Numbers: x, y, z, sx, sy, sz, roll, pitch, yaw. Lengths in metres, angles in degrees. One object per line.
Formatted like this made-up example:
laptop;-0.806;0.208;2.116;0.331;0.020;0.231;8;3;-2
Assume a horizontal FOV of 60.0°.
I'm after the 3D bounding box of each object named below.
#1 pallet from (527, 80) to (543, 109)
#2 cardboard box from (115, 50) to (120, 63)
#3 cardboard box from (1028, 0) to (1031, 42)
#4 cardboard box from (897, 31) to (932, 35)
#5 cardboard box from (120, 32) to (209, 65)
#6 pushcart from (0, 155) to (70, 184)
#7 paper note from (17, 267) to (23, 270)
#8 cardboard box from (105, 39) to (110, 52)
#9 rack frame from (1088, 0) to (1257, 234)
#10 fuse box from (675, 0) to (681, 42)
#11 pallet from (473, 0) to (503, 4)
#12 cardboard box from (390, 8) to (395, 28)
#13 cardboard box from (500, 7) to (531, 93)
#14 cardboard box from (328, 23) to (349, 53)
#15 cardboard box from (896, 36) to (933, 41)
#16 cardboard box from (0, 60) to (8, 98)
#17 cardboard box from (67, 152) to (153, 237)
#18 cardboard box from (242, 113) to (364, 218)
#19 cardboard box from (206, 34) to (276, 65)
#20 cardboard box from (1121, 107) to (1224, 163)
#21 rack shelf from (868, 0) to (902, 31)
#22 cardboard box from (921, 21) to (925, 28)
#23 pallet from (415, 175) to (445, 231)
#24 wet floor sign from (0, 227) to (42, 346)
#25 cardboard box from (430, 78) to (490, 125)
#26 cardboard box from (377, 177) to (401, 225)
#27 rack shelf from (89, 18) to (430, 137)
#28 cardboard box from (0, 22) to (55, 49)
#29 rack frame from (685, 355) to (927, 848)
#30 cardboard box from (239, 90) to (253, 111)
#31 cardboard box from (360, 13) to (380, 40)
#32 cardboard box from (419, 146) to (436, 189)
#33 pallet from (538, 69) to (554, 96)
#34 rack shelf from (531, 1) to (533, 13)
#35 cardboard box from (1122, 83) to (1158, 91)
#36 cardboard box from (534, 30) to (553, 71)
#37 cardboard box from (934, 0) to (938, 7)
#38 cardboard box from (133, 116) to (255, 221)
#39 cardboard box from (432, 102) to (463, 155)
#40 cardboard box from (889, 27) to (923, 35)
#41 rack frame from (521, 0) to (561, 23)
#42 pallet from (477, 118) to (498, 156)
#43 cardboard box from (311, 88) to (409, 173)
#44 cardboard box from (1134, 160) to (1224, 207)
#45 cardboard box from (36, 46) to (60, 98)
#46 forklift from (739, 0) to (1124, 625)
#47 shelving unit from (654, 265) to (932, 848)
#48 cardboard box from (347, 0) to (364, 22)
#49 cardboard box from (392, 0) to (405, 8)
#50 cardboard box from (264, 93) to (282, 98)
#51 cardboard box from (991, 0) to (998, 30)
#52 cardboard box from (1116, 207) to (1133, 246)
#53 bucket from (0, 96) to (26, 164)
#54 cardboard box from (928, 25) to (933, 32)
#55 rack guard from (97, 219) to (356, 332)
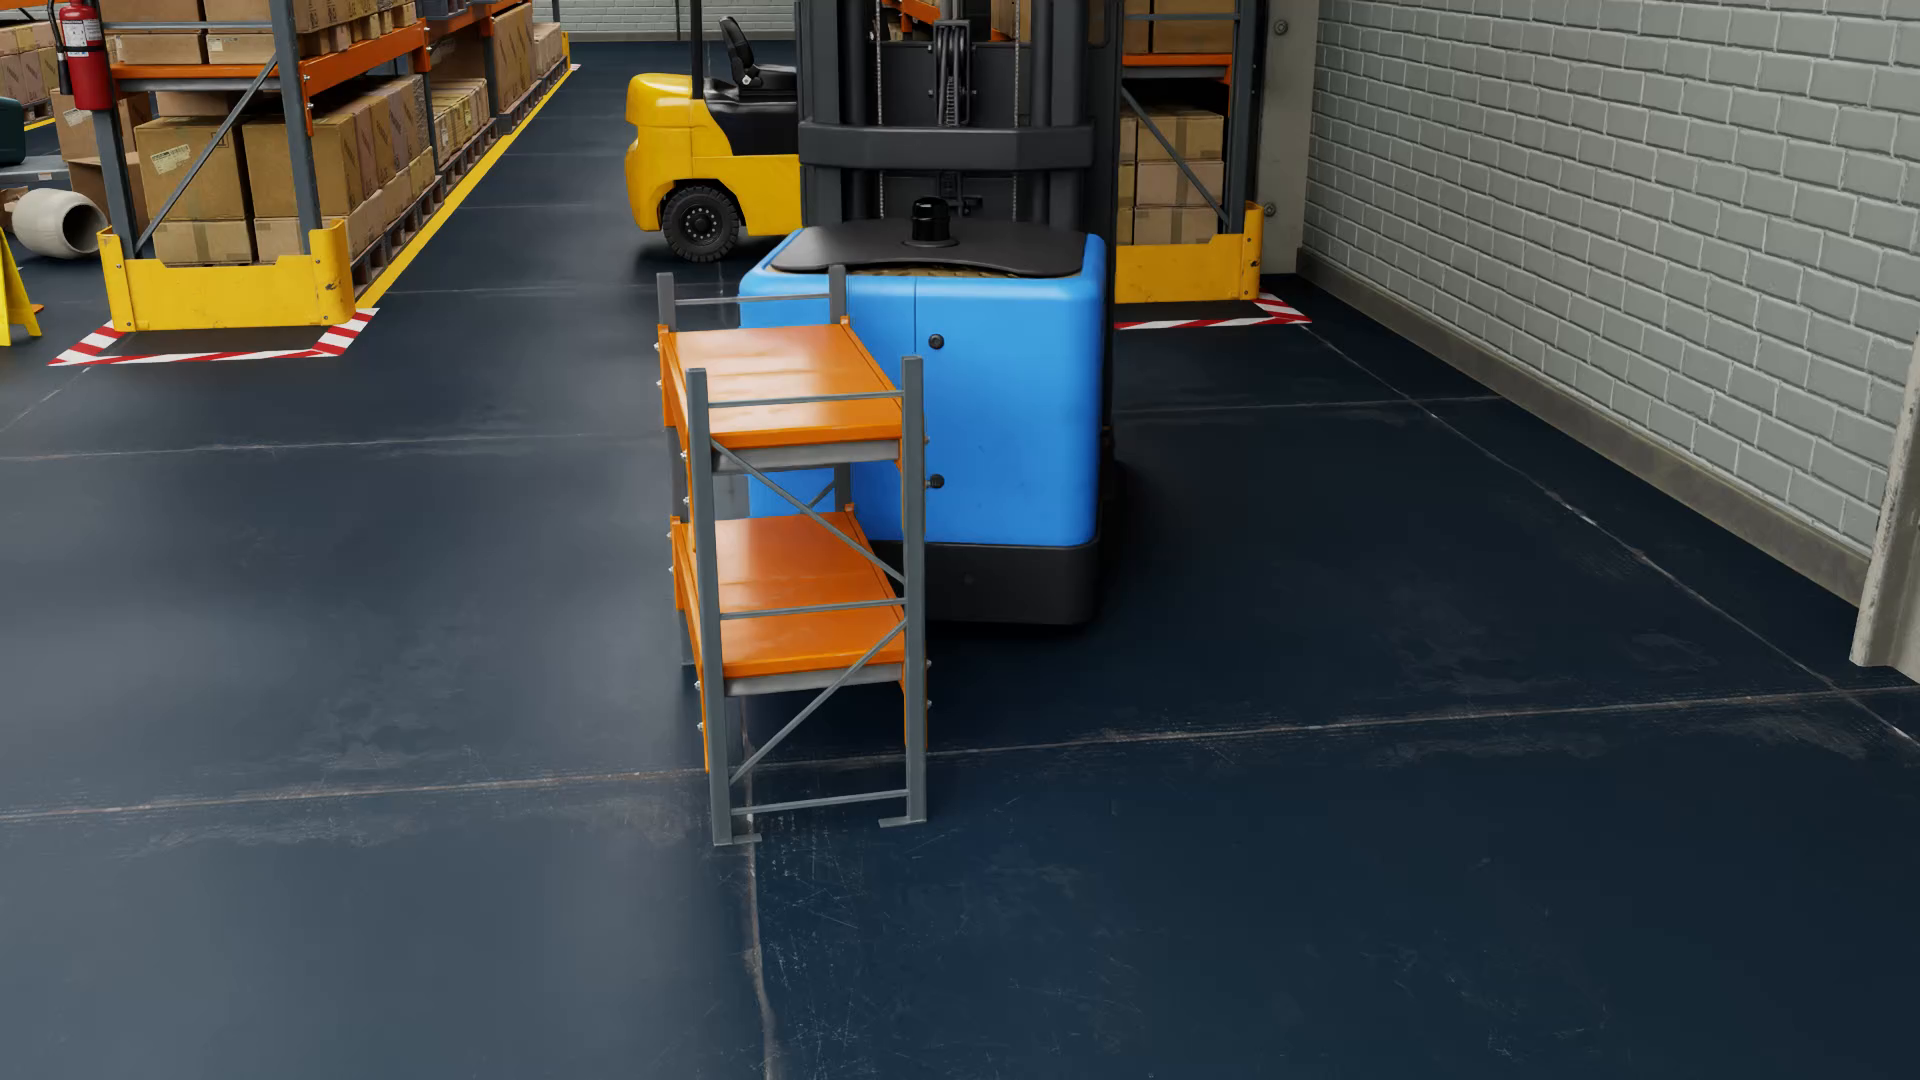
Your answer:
pallet;-5.368;-5.127;19.141;1.003;0.211;1.213;-3;21;-8
cardboard box;-10.422;-5.910;20.301;0.380;0.149;0.250;-2;21;-5
cardboard box;0.691;-3.178;9.794;0.500;0.500;0.500;-2;21;-6
cardboard box;-0.482;-5.417;17.979;0.380;0.149;0.250;-3;21;-9
cardboard box;-4.090;-2.543;8.596;0.380;0.149;0.250;-2;21;-6
pushcart;-6.650;-2.566;12.047;1.648;0.377;0.936;-11;23;-26
paper note;-5.732;-1.645;10.107;0.032;0.001;0.123;-3;21;-8
cardboard box;-10.349;-5.865;19.756;0.380;0.149;0.250;-3;21;-9
rack frame;1.087;-2.793;8.908;1.000;3.000;0.127;-3;21;-8
fuse box;-4.867;-9.484;28.664;0.539;1.711;0.414;-3;21;-8
pallet;-4.769;-4.980;15.038;1.213;0.211;1.003;-3;21;-8
cardboard box;-4.050;-3.533;11.247;0.380;0.149;0.250;-3;21;-7
cardboard box;-5.248;-5.375;18.257;0.875;0.875;0.875;-2;21;-6
cardboard box;-3.668;-2.825;9.352;0.380;0.149;0.250;-3;21;-7
cardboard box;-0.458;-5.144;17.247;0.380;0.149;0.250;-4;21;-11
cardboard box;-9.787;-4.484;16.408;0.500;0.500;0.500;-3;21;-7
cardboard box;-5.593;-2.317;11.202;0.500;0.500;0.500;12;24;29
cardboard box;-3.671;-2.103;9.318;0.500;0.500;0.500;-4;21;-10
cardboard box;-3.668;-2.552;8.621;0.380;0.149;0.250;-3;21;-8
cardboard box;1.205;-2.346;9.612;0.500;0.250;0.500;-3;21;-9
rack shelf;-0.354;-5.919;18.304;1.077;0.370;4.000;-3;21;-8
cardboard box;-0.261;-6.074;19.737;0.380;0.149;0.250;-3;21;-8
pallet;-4.269;-2.390;11.813;1.003;0.211;1.213;-3;21;-8
wet floor sign;-4.856;-1.319;8.326;0.267;0.644;0.232;4;21;11
cardboard box;-4.906;-4.081;15.512;0.950;0.372;0.625;-4;21;-11
cardboard box;-3.824;-2.109;10.406;0.500;0.250;0.500;-2;21;-4
rack shelf;-4.113;-2.897;10.214;1.077;0.370;4.000;-3;21;-8
cardboard box;-10.019;-5.365;17.695;0.500;0.250;0.500;-2;21;-5
rack frame;-0.325;0.155;3.693;0.500;1.125;0.032;-5;21;-12
cardboard box;-4.350;-2.581;9.670;0.380;0.149;0.250;-3;21;-7
cardboard box;-3.823;-3.184;10.313;0.380;0.149;0.250;-3;21;-7
cardboard box;-4.050;-2.644;11.838;0.500;0.250;0.500;-2;21;-5
pallet;-5.586;-5.657;20.562;1.003;0.211;1.213;-3;21;-8
rack shelf;-5.842;-7.052;21.338;1.077;0.370;4.000;-3;21;-8
cardboard box;1.001;-2.871;11.016;0.500;0.250;0.500;-3;21;-9
cardboard box;-5.668;-6.226;21.160;0.875;0.438;0.875;-4;21;-9
cardboard box;0.060;-4.617;14.004;0.500;0.250;0.500;-3;21;-7
cardboard box;-4.198;-2.066;9.218;0.500;0.500;0.500;-3;21;-7
cardboard box;-4.586;-3.323;13.481;0.950;0.372;0.625;-2;21;-4
cardboard box;-0.604;-5.691;18.712;0.380;0.149;0.250;-2;21;-6
rack frame;-6.131;-8.081;23.067;1.000;3.000;0.127;-3;21;-8
pallet;-4.866;-3.735;15.414;1.003;0.211;1.213;-3;21;-8
cardboard box;-3.900;-2.643;10.763;0.500;0.500;0.500;-2;21;-5
cardboard box;1.225;-2.110;9.692;0.500;0.250;0.500;-3;21;-7
cardboard box;-10.008;-5.016;17.833;0.500;0.500;0.500;-3;21;-9
forklift;0.021;-1.599;5.807;1.130;2.935;3.031;2;21;5
shelving unit;-0.439;-0.018;4.157;0.538;1.125;1.048;-5;21;-12
cardboard box;-3.771;-3.261;9.593;0.500;0.500;0.500;-3;21;-9
cardboard box;-4.010;-3.794;11.018;0.500;0.500;0.500;-2;21;-6
cardboard box;-4.421;-2.604;10.660;0.500;0.500;0.500;-2;21;-5
cardboard box;0.482;-3.704;11.202;0.500;0.500;0.500;-3;21;-8
cardboard box;0.707;-1.849;9.709;0.500;0.250;0.500;-3;21;-7
bucket;-6.984;-2.890;11.672;0.726;0.611;0.620;4;11;11
cardboard box;-0.168;-5.805;19.017;0.380;0.149;0.250;-2;21;-6
rack guard;-3.835;-1.397;8.742;1.175;0.500;0.348;-3;21;-8
